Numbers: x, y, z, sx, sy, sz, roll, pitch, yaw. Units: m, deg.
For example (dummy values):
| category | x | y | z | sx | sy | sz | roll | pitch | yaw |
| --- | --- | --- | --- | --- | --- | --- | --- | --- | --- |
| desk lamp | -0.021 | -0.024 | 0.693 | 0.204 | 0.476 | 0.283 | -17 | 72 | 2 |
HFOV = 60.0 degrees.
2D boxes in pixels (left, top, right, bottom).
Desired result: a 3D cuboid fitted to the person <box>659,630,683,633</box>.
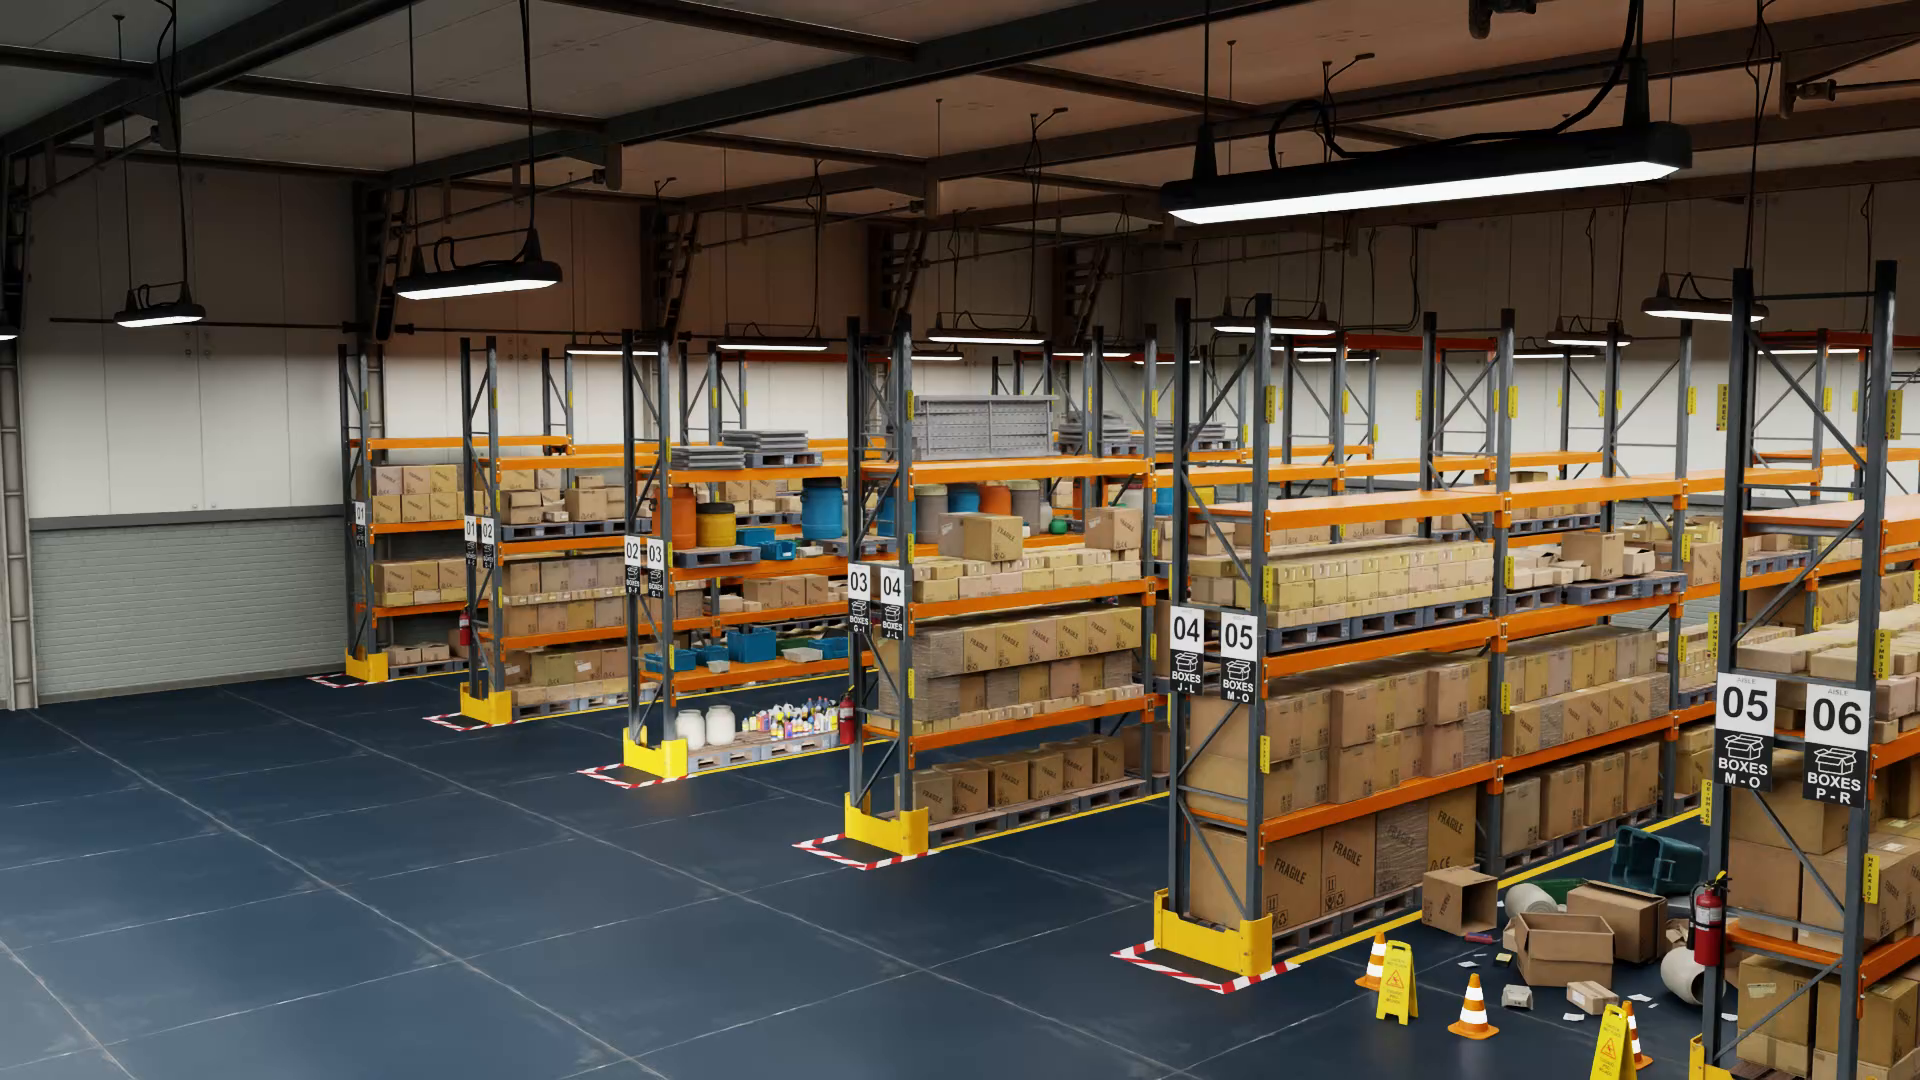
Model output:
| category | x | y | z | sx | sy | sz | roll | pitch | yaw |
| --- | --- | --- | --- | --- | --- | --- | --- | --- | --- |
| person | -5.308 | 1.634 | 30.259 | 0.442 | 1.617 | 0.969 | 4 | 7 | 39 |
